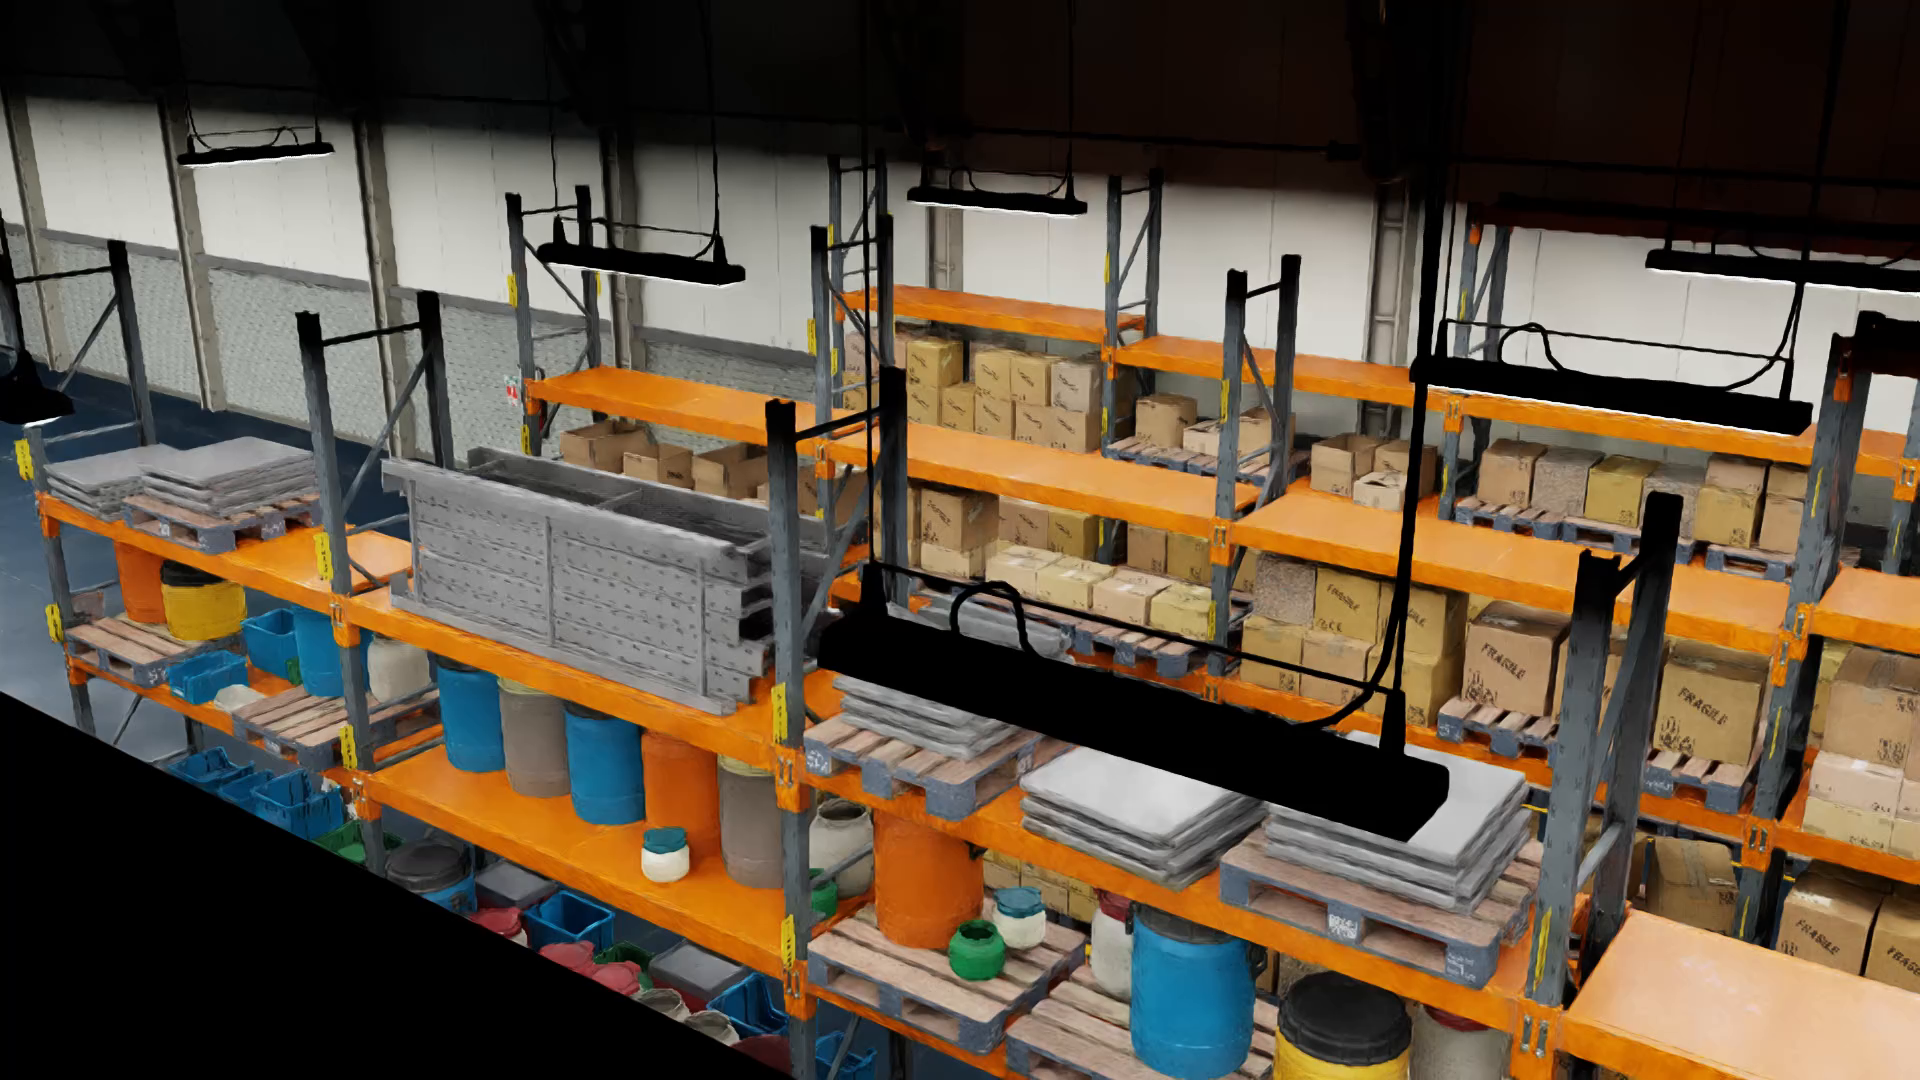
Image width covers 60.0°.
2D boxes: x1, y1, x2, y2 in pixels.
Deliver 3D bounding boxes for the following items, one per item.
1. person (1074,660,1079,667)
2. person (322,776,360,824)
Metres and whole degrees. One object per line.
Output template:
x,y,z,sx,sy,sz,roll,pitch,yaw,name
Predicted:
1.101,1.906,16.865,0.465,1.599,0.401,1,19,4,person
-5.582,2.338,15.275,0.589,1.782,0.672,-10,21,-28,person
